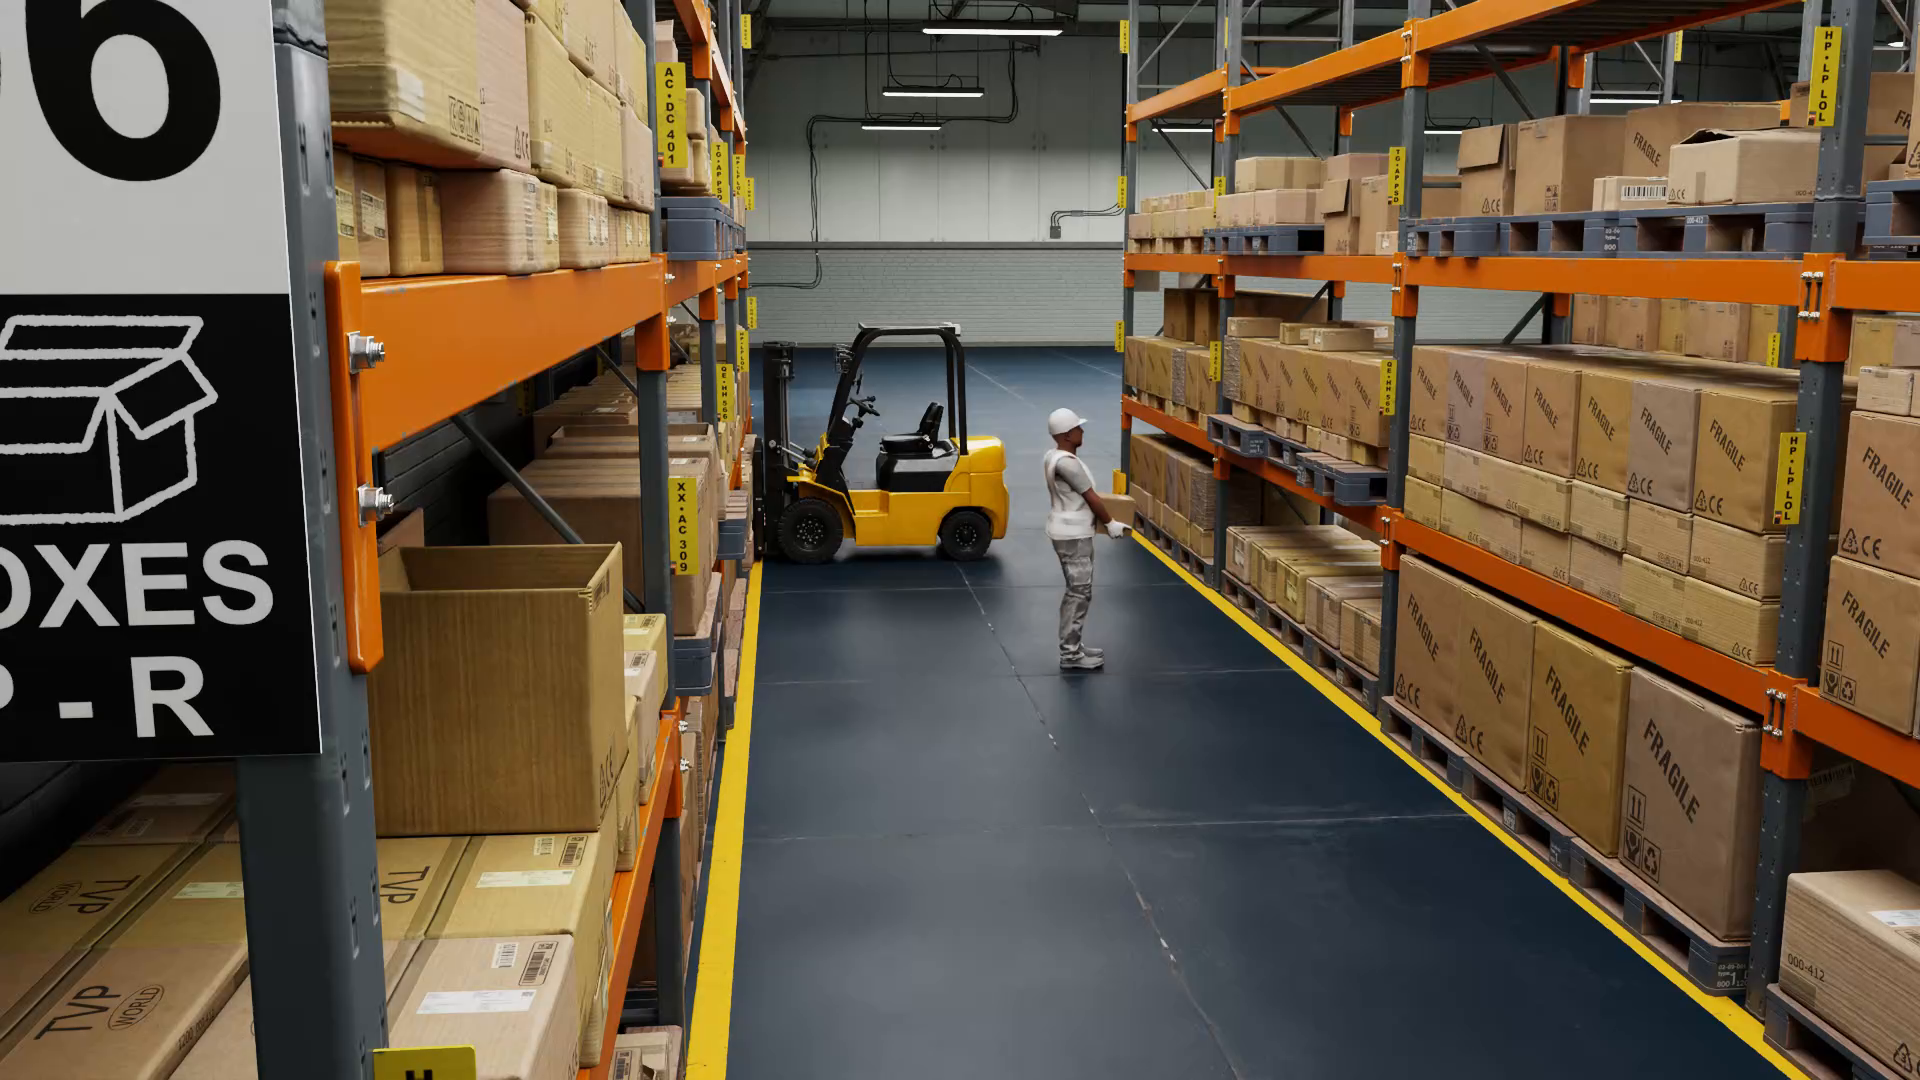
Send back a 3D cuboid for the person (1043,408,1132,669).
[{"bbox_3d":[0.871,-0.020,11.472,0.584,1.778,0.487,-1,10,-6],"label":"person"}]
